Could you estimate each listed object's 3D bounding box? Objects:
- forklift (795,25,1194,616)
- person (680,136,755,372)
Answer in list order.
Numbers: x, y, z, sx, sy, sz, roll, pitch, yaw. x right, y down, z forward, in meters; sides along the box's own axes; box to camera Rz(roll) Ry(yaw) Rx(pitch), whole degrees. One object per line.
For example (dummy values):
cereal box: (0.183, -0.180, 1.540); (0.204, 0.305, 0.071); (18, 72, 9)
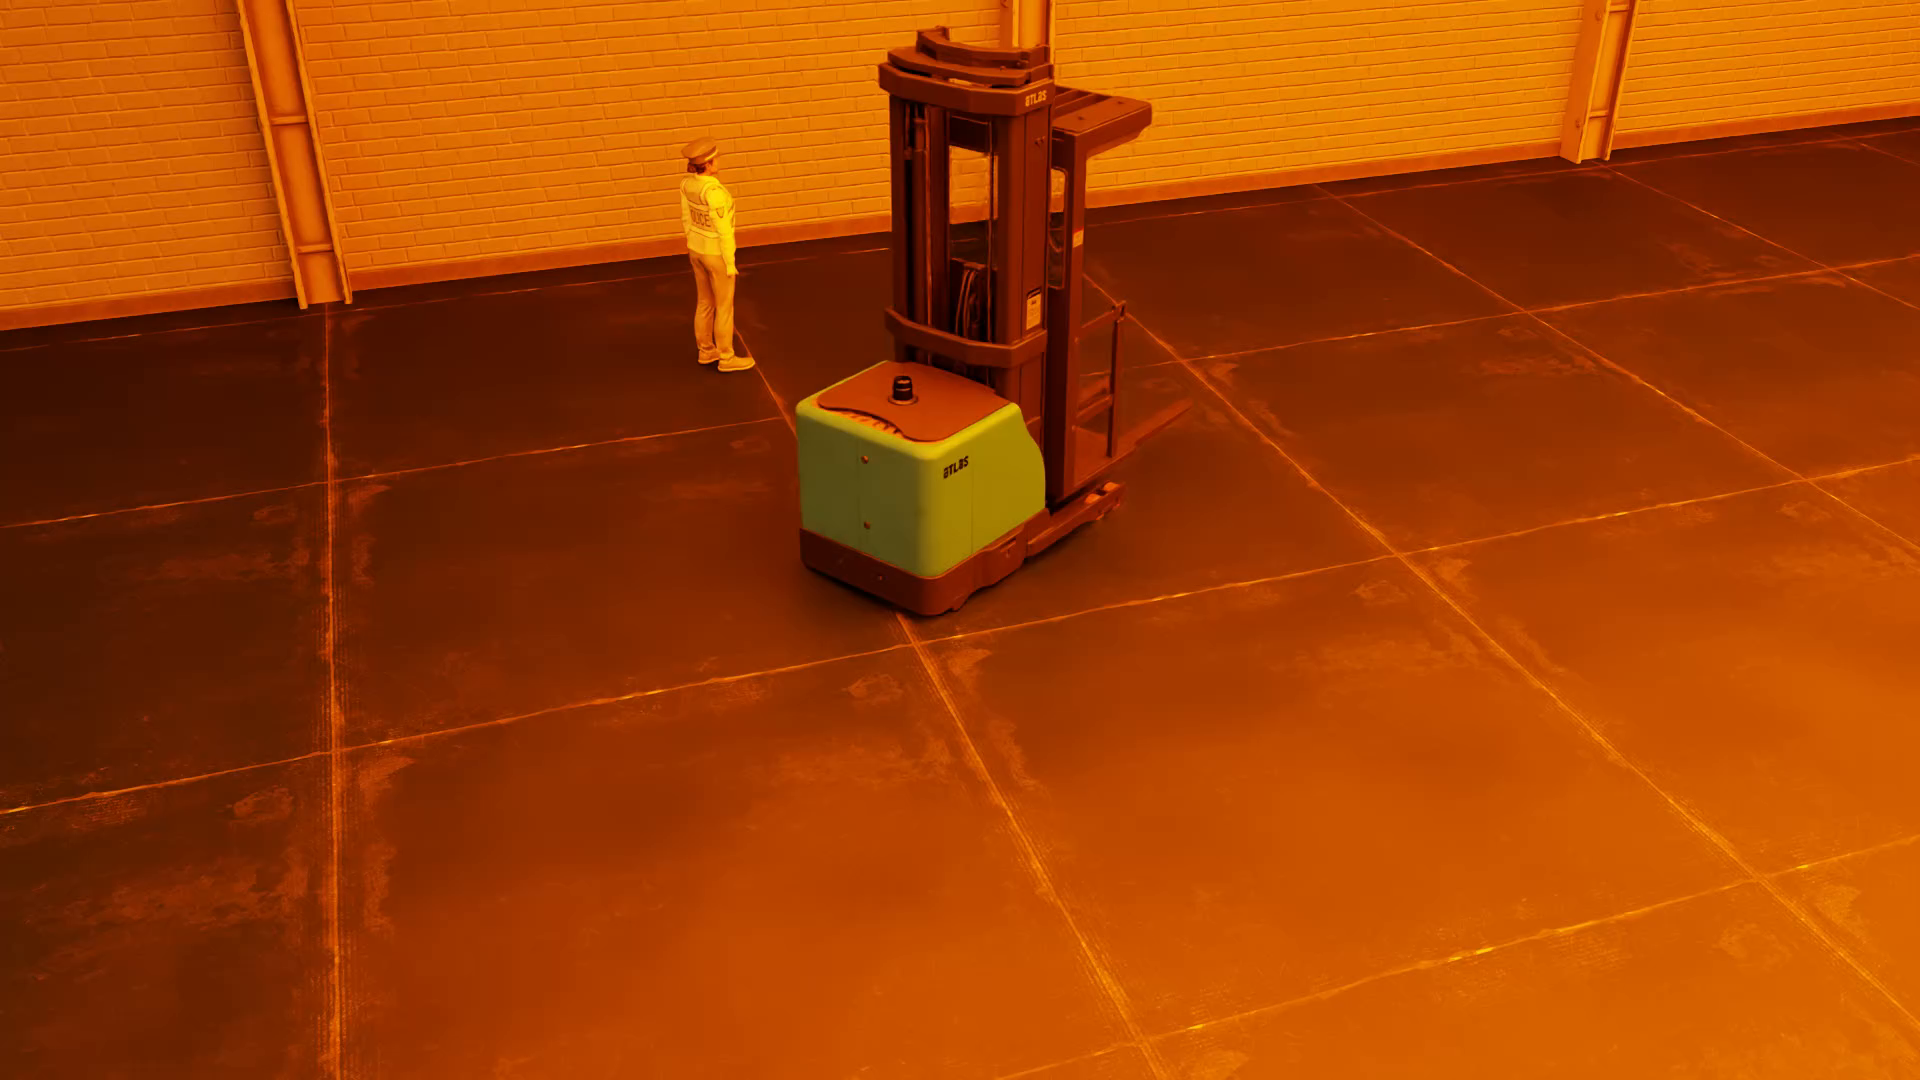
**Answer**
forklift: (0.378, -1.523, 9.735); (1.130, 2.935, 3.031); (22, 36, 33)
person: (-1.759, -2.038, 11.878); (0.334, 1.691, 0.466); (-25, 39, -37)
